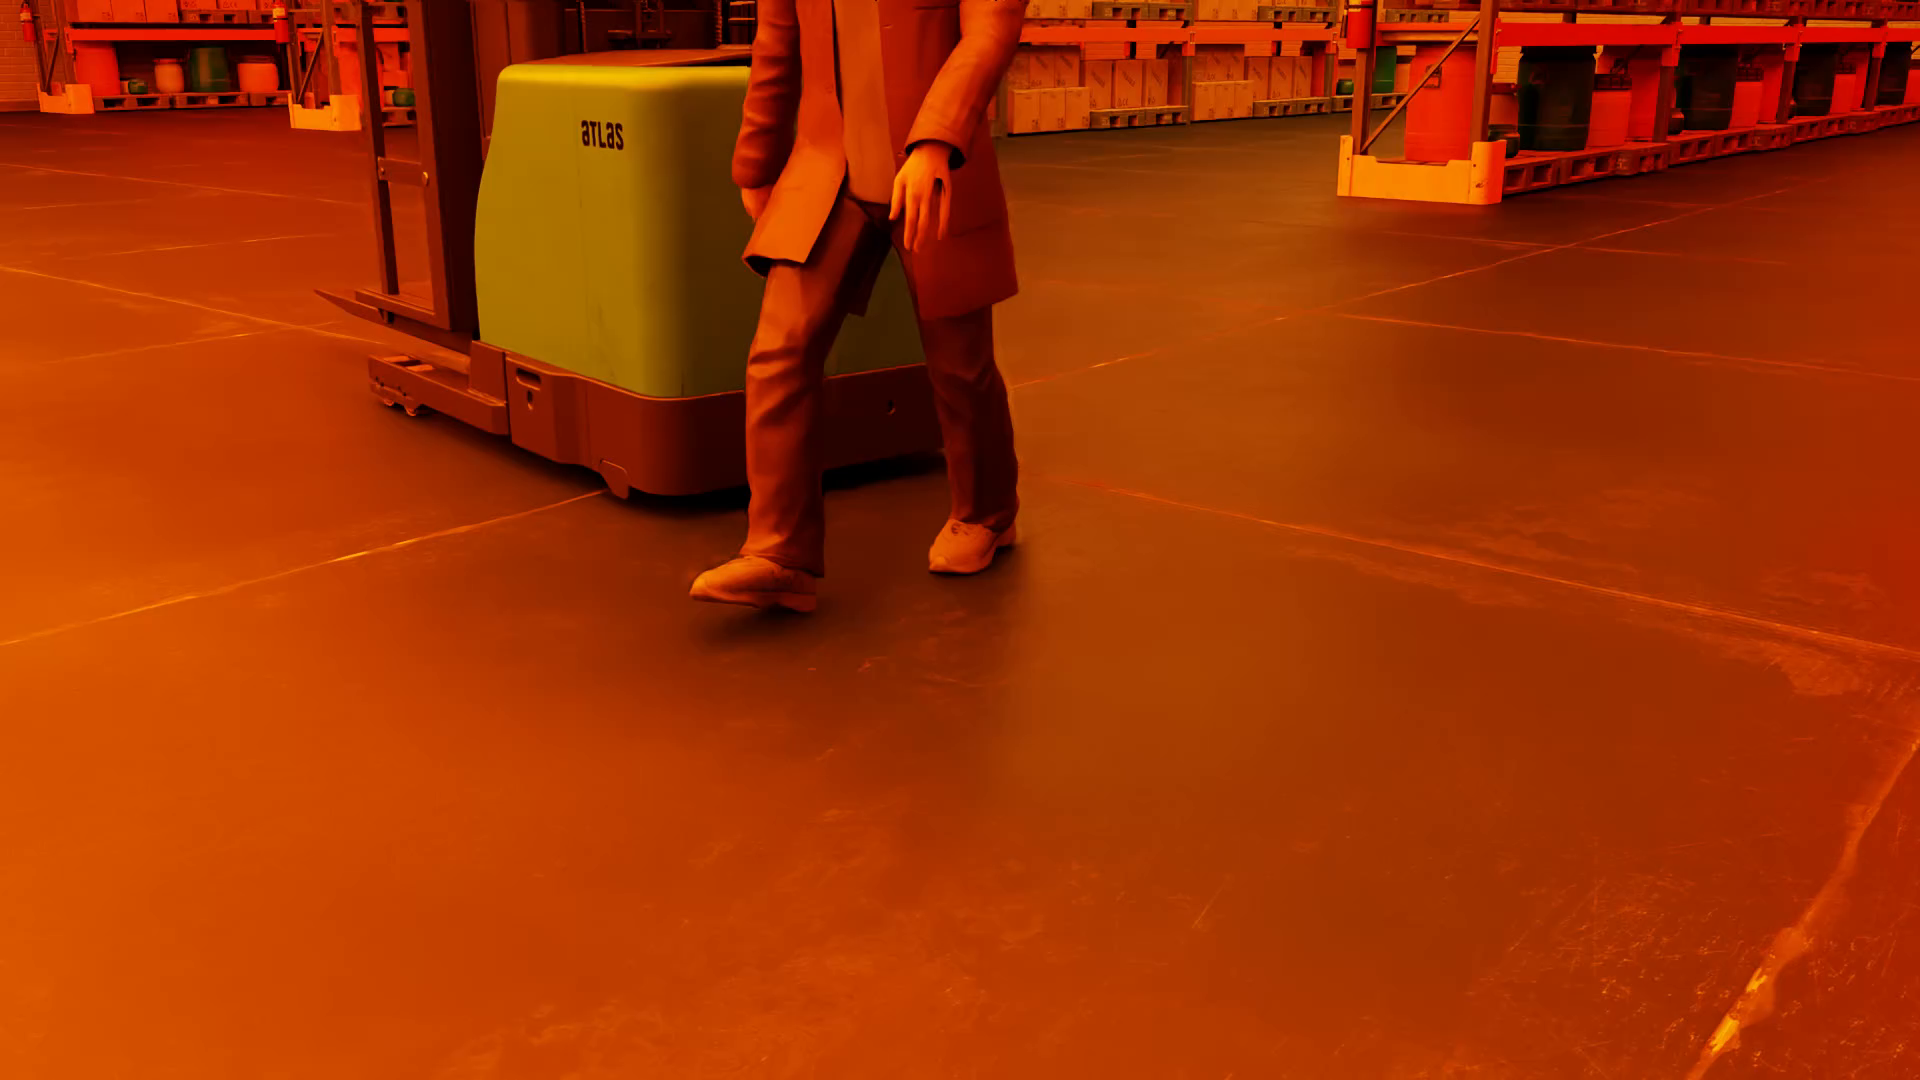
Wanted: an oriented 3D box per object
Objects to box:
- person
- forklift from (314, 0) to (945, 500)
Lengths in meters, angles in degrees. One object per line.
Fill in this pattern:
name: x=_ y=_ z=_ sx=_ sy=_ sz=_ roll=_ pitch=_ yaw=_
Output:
person: x=-0.211 y=-0.711 z=3.358 sx=0.720 sy=1.733 sz=0.941 roll=6 pitch=18 yaw=20
forklift: x=-1.251 y=-1.867 z=5.045 sx=1.130 sy=2.935 sz=3.031 roll=-13 pitch=21 yaw=-37
